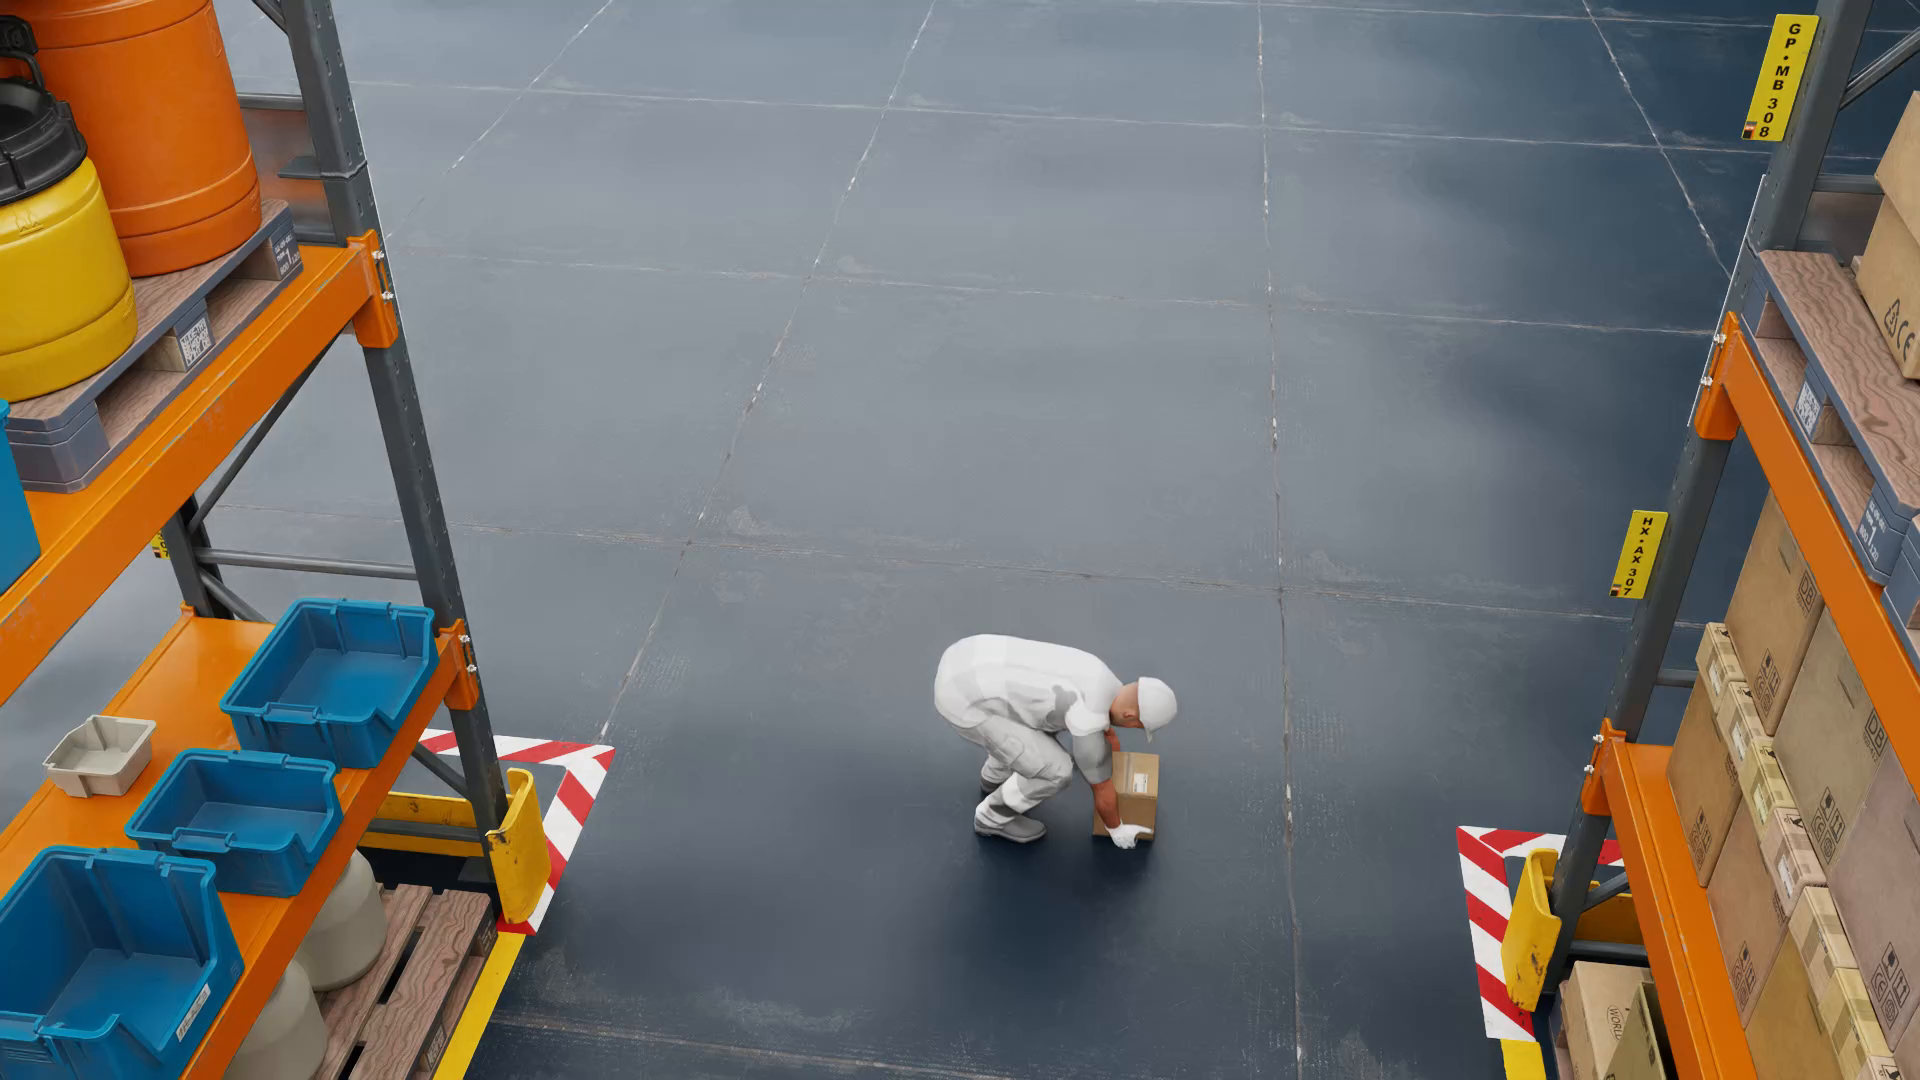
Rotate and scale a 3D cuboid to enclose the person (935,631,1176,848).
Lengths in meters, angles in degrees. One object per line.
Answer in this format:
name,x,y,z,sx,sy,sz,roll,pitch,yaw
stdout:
person,0.379,0.786,6.718,0.959,0.905,0.538,3,36,4
